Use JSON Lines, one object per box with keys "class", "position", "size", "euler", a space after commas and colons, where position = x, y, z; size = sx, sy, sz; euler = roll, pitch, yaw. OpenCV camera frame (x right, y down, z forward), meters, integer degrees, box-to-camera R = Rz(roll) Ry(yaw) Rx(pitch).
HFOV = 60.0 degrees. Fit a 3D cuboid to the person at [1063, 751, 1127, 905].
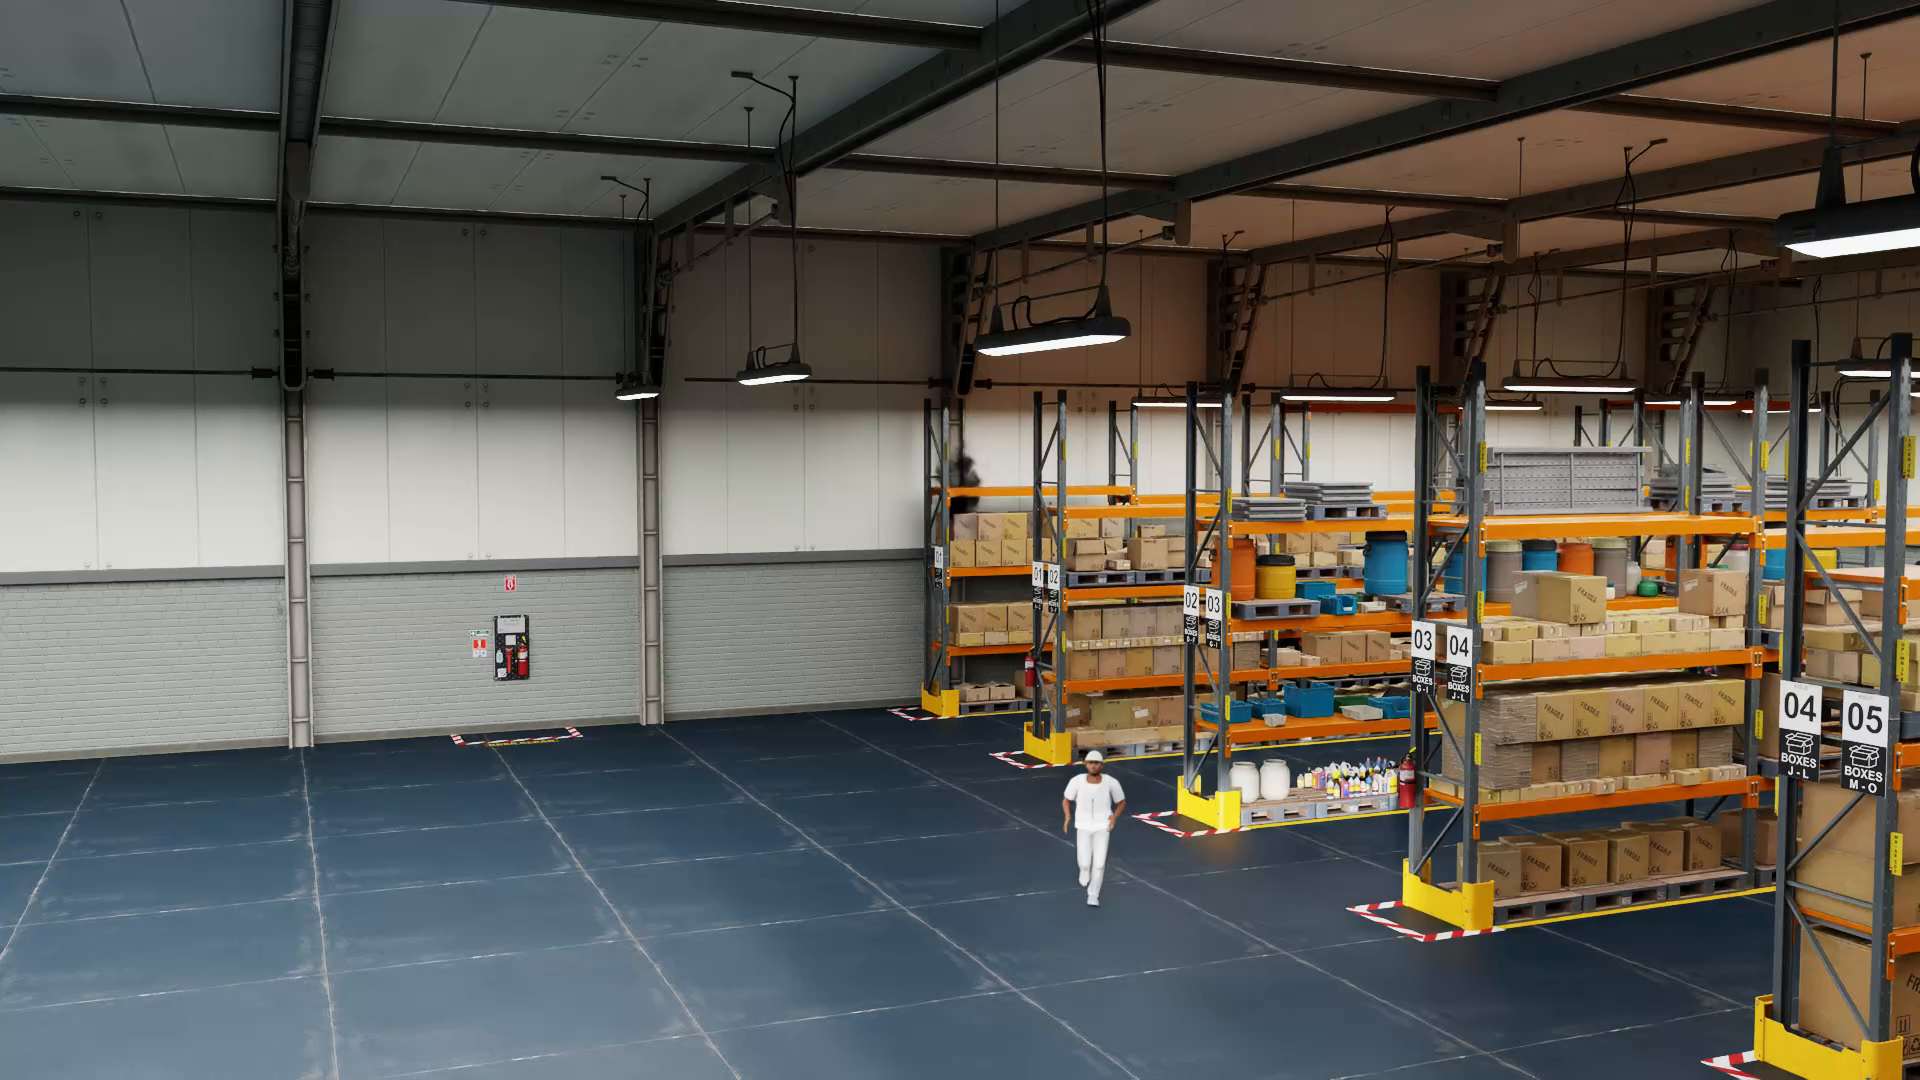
{"class": "person", "position": [1.506, 3.218, 18.652], "size": [0.717, 1.722, 0.578], "euler": [0, 3, 6]}
